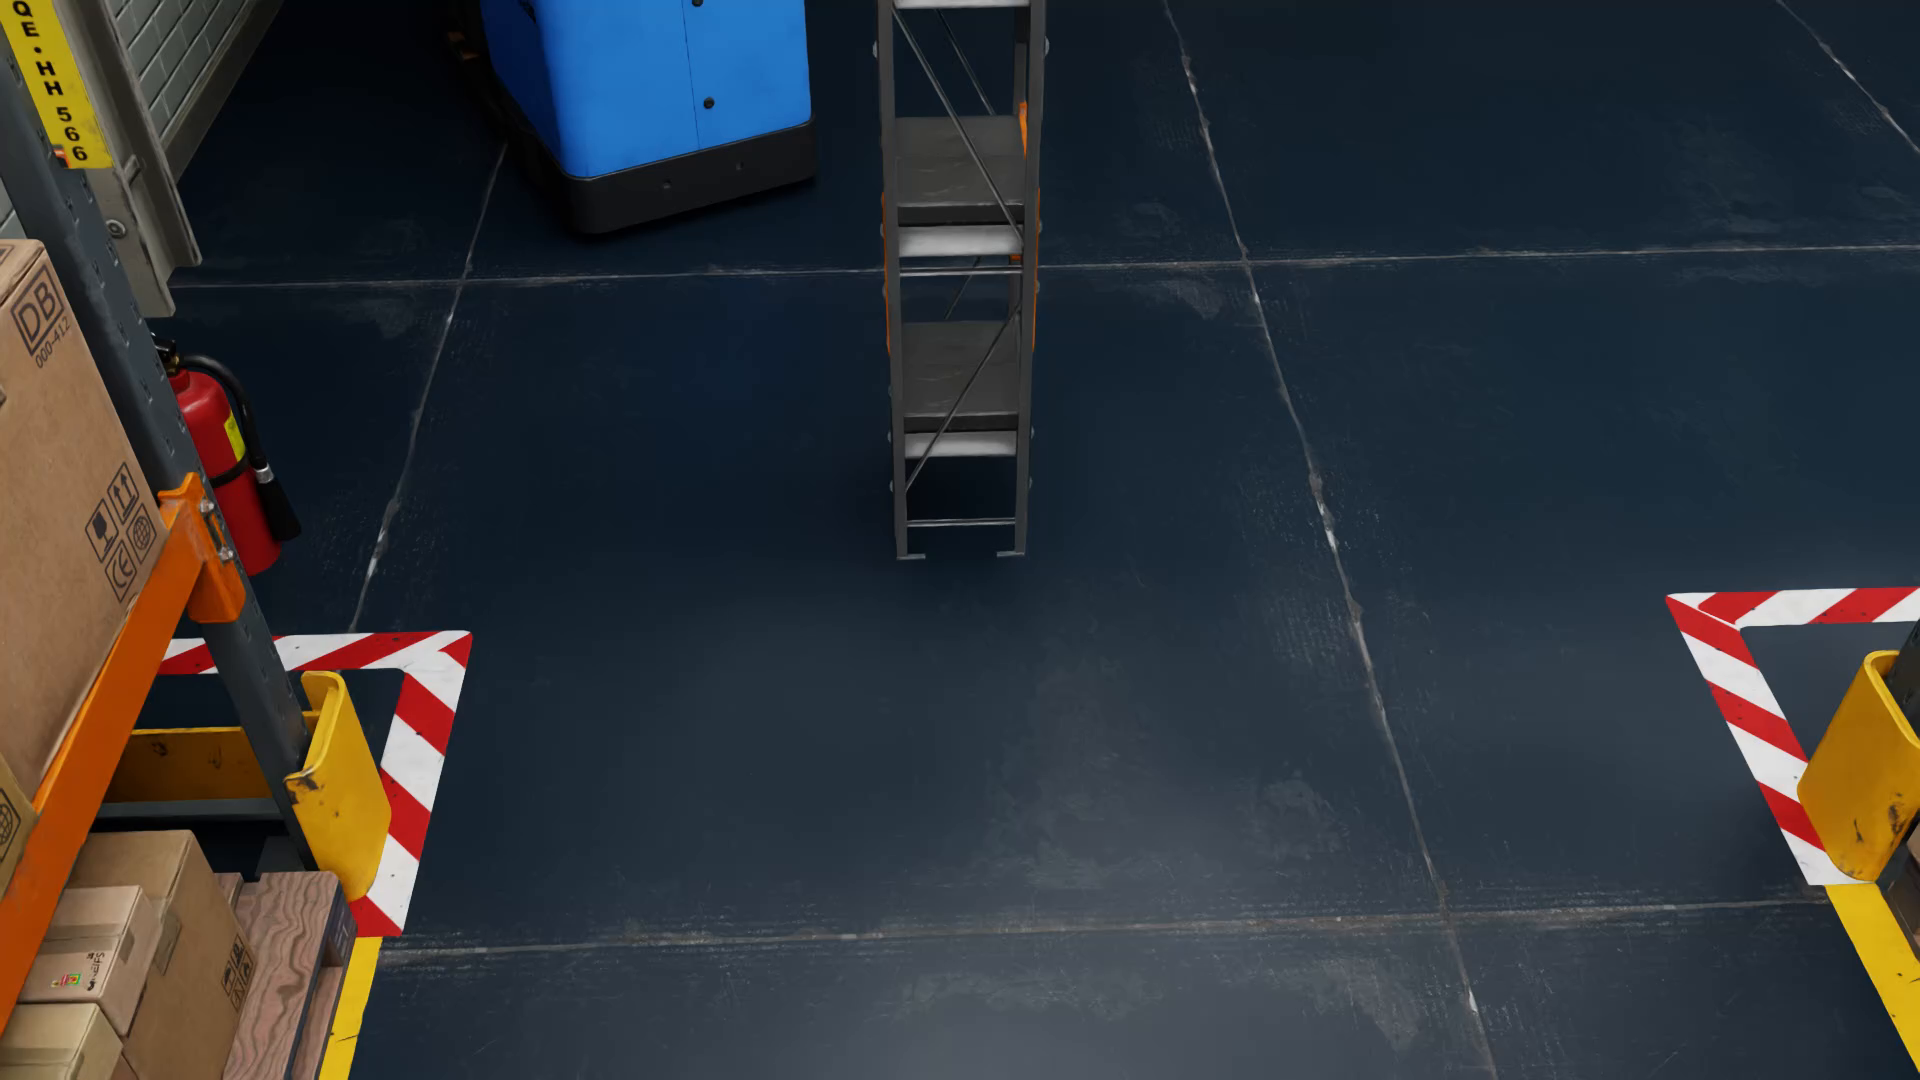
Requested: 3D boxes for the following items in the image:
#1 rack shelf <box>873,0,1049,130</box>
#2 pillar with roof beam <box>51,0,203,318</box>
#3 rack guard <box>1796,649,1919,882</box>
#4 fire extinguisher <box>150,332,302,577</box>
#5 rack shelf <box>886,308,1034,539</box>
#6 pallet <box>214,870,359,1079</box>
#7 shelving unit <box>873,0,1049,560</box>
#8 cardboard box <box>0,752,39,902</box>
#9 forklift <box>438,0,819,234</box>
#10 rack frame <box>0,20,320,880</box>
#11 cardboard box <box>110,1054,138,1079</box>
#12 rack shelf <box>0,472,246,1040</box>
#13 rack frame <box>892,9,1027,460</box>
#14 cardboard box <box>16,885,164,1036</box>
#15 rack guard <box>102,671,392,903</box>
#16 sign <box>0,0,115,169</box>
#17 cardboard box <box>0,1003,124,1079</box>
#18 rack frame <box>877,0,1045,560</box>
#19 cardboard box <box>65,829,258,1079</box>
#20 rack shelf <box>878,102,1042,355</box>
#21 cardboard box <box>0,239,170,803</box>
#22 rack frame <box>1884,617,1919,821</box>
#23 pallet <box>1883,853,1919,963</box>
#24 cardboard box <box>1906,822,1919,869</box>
[{"bbox_3d":[-0.007,-1.392,4.199,0.431,0.518,0.480,-2,43,-2],"label":"rack shelf"},{"bbox_3d":[1.223,-4.396,3.386,9.100,9.000,0.400,-2,43,-2],"label":"pillar with roof beam"},{"bbox_3d":[2.853,0.565,4.263,1.175,0.500,0.348,-2,43,-2],"label":"rack guard"},{"bbox_3d":[-1.644,-0.212,3.595,0.296,0.674,0.183,-2,43,-2],"label":"fire extinguisher"},{"bbox_3d":[-0.007,-0.360,5.145,0.431,0.518,0.480,-2,43,-2],"label":"rack shelf"},{"bbox_3d":[-1.987,1.303,3.673,1.003,0.211,1.213,-2,43,-2],"label":"pallet"},{"bbox_3d":[-0.007,-0.886,4.662,0.431,2.100,0.503,-2,43,-2],"label":"shelving unit"},{"bbox_3d":[-2.025,0.461,2.305,0.980,0.700,0.700,-2,43,-2],"label":"cardboard box"},{"bbox_3d":[-1.714,-3.255,6.632,1.130,2.935,3.031,-20,46,-20],"label":"forklift"},{"bbox_3d":[-2.099,-0.263,3.317,1.000,3.000,0.127,-2,43,-2],"label":"rack frame"},{"bbox_3d":[-1.948,1.311,3.139,0.700,0.500,0.500,-2,43,-2],"label":"cardboard box"},{"bbox_3d":[-2.014,1.352,2.087,1.077,0.370,4.000,-2,43,-2],"label":"rack shelf"},{"bbox_3d":[-0.017,-1.051,4.842,0.400,2.100,0.015,-2,43,-2],"label":"rack frame"},{"bbox_3d":[-1.782,0.816,3.199,0.380,0.149,0.250,-2,43,-2],"label":"cardboard box"},{"bbox_3d":[-2.100,0.642,4.179,1.175,0.500,0.348,-2,43,-2],"label":"rack guard"},{"bbox_3d":[-1.556,-0.783,2.852,0.100,0.325,0.005,-2,43,-2],"label":"sign"},{"bbox_3d":[-1.770,0.988,3.011,0.380,0.149,0.250,-1,43,-1],"label":"cardboard box"},{"bbox_3d":[0.003,-0.721,4.483,0.400,2.100,0.015,-2,43,-2],"label":"rack frame"},{"bbox_3d":[-1.969,0.973,3.507,0.700,0.500,0.500,-2,43,-2],"label":"cardboard box"},{"bbox_3d":[-0.007,-0.876,4.672,0.431,0.518,0.480,-2,43,-2],"label":"rack shelf"},{"bbox_3d":[-2.067,-0.029,2.840,0.980,0.700,0.700,0,43,0],"label":"cardboard box"},{"bbox_3d":[2.850,-0.408,3.475,1.000,3.000,0.127,-2,43,-2],"label":"rack frame"},{"bbox_3d":[2.888,1.210,3.774,1.003,0.211,1.213,-2,43,-2],"label":"pallet"},{"bbox_3d":[2.524,0.774,3.970,0.380,0.149,0.250,-2,43,-2],"label":"cardboard box"}]
